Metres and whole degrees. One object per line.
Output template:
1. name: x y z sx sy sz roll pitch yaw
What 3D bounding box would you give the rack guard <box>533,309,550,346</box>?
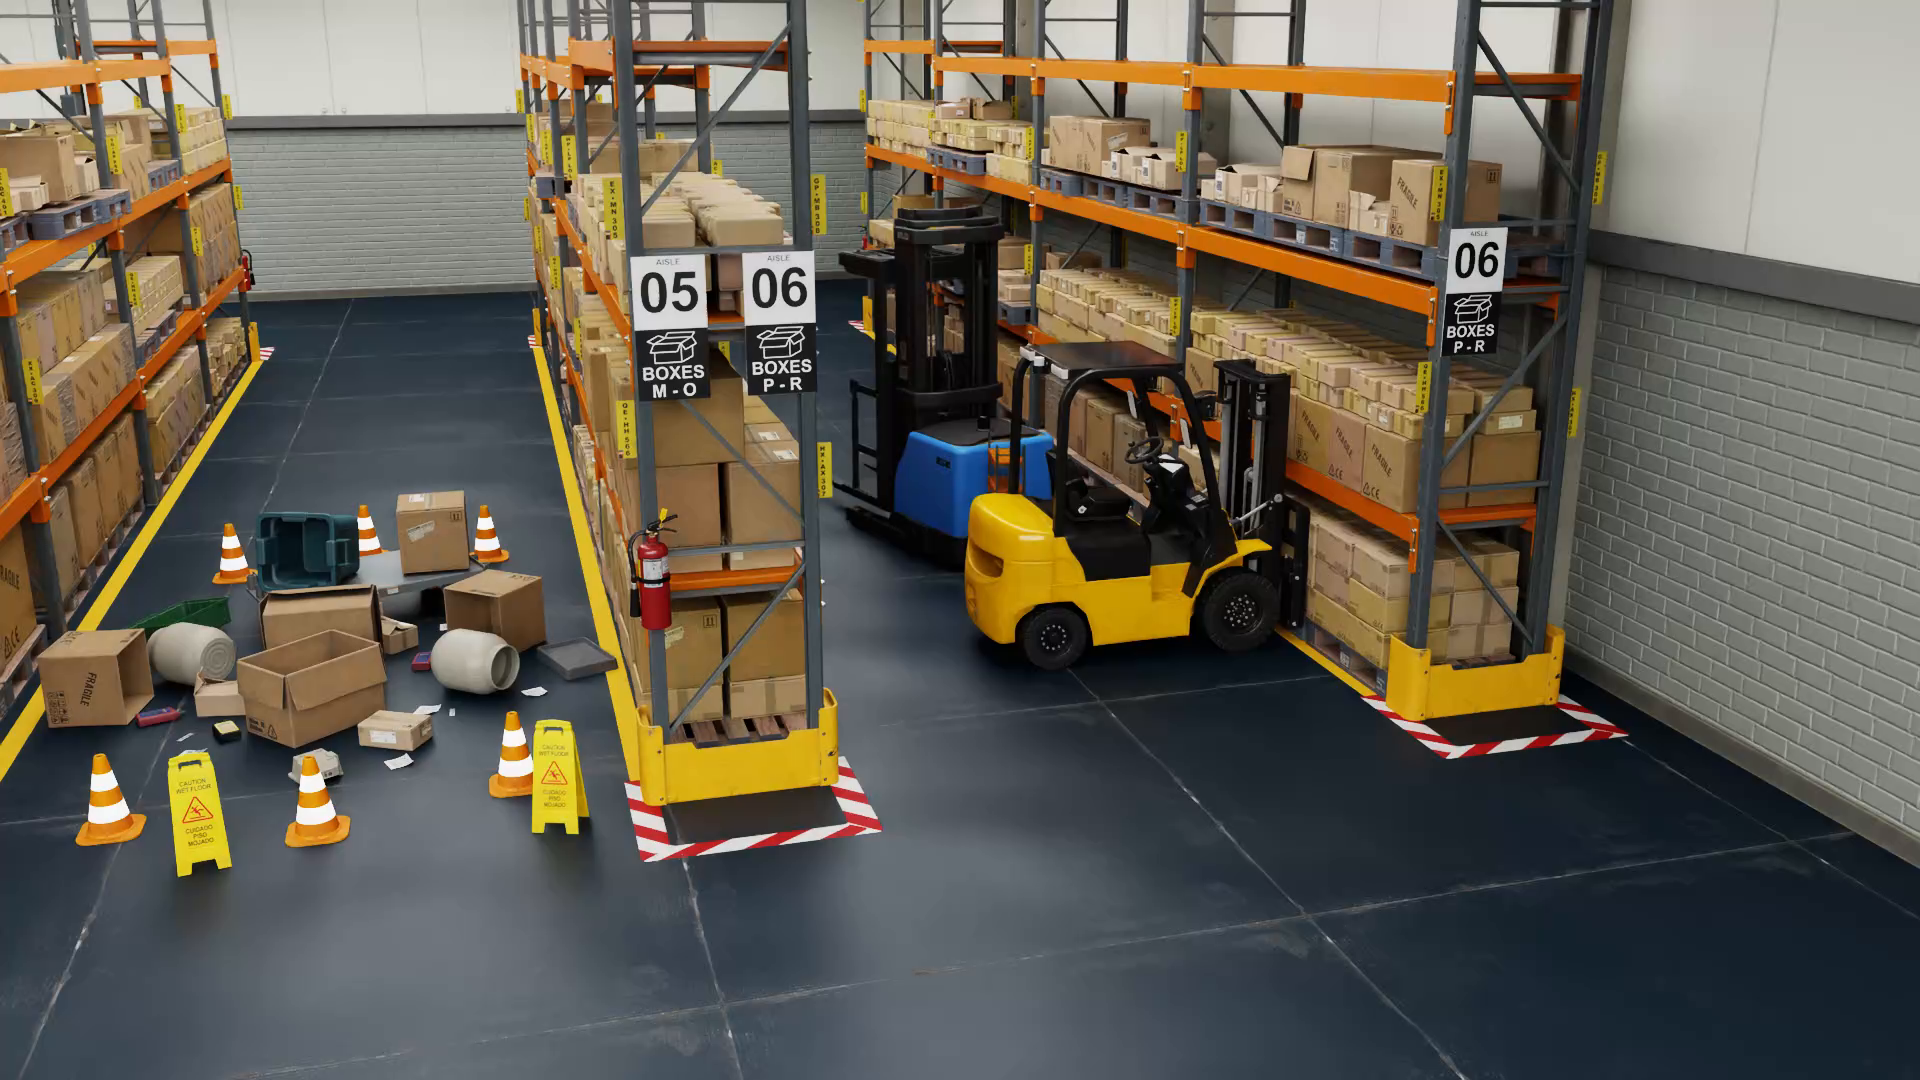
1. rack guard: -5.712 -3.179 24.667 1.175 0.500 0.348 -5 17 -15

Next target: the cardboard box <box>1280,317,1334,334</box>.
1. cardboard box: 2.857 -1.736 13.698 0.380 0.149 0.250 -5 17 -16

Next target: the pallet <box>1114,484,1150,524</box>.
1. pallet: 2.124 -0.309 15.614 1.003 0.211 1.213 -5 17 -15

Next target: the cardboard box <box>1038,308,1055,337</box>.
1. cardboard box: 1.152 -2.337 17.777 0.500 0.250 0.500 -5 17 -15

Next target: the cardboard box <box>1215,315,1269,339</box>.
1. cardboard box: 2.342 -1.770 13.811 0.380 0.149 0.250 -4 17 -14

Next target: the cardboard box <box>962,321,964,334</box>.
1. cardboard box: 0.240 -2.711 21.249 0.380 0.149 0.250 -6 18 -18

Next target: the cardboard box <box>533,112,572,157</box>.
1. cardboard box: -4.643 -4.682 19.208 0.500 0.500 0.500 -5 17 -16

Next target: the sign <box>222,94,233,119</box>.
1. sign: -9.898 -5.849 22.458 0.100 0.325 0.005 -5 17 -15

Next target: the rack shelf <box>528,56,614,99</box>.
1. rack shelf: -4.056 -5.047 18.058 1.077 0.370 4.000 -5 17 -15

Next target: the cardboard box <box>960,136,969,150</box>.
1. cardboard box: 0.209 -4.755 19.886 0.380 0.149 0.250 -4 17 -14

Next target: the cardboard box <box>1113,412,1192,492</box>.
1. cardboard box: 2.004 -0.867 16.020 0.875 0.625 0.625 -5 17 -16

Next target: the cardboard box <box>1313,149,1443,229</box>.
1. cardboard box: 2.922 -2.465 11.654 0.700 0.500 0.500 -5 17 -15

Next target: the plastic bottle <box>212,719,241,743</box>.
1. plastic bottle: -4.754 1.228 10.758 0.133 0.061 0.283 -12 20 -34

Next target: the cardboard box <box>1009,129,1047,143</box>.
1. cardboard box: 0.764 -4.545 18.704 0.380 0.149 0.250 -5 17 -16

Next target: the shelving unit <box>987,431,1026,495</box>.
1. shelving unit: 0.380 -0.256 13.719 0.258 1.200 0.503 -2 17 -6

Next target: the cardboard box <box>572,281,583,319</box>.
1. cardboard box: -3.303 -2.116 15.361 0.500 0.500 0.500 -4 17 -14

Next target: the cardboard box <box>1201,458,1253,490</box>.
1. cardboard box: 2.326 -0.506 13.735 0.500 0.250 0.500 -5 17 -15

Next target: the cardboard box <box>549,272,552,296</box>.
1. cardboard box: -4.332 -2.864 18.663 0.500 0.250 0.500 -5 17 -17

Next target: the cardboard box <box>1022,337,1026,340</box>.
1. cardboard box: 0.981 -2.465 20.433 0.380 0.149 0.250 -5 18 -17

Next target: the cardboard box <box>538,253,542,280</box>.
1. cardboard box: -5.278 -3.699 21.879 0.500 0.500 0.500 -5 17 -16

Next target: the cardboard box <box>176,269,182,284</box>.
1. cardboard box: -9.039 -2.973 18.825 0.380 0.149 0.250 -4 17 -14

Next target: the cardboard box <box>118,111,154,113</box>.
1. cardboard box: -10.290 -5.275 20.782 0.380 0.149 0.250 -4 17 -14

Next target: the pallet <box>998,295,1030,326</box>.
1. pallet: 1.011 -2.640 18.862 1.213 0.211 1.003 -5 17 -15

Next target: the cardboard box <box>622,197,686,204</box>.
1. cardboard box: -1.934 -2.073 10.475 0.380 0.149 0.250 -5 17 -17

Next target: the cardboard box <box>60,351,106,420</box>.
1. cardboard box: -7.439 -1.264 13.773 0.500 0.500 0.500 -4 17 -14

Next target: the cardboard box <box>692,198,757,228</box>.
1. cardboard box: -1.461 -2.035 10.351 0.380 0.149 0.250 -5 17 -16

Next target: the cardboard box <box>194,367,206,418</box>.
1. cardboard box: -8.892 -1.663 18.890 0.500 0.500 0.500 -5 17 -16

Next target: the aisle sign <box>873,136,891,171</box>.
1. aisle sign: -1.235 -6.004 25.207 0.394 0.787 0.004 -5 17 -15

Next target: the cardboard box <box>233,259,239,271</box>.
1. cardboard box: -10.076 -3.762 22.700 0.380 0.149 0.250 -5 17 -15

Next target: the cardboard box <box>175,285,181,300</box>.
1. cardboard box: -8.966 -2.759 18.629 0.380 0.149 0.250 -5 17 -15

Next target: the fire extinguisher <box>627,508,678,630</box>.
1. fire extinguisher: -1.720 0.161 9.336 0.296 0.674 0.183 -5 17 -15

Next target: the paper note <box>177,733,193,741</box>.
1. paper note: -4.988 1.270 10.708 0.032 0.001 0.123 4 17 13

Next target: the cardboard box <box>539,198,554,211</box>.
1. cardboard box: -4.997 -4.161 20.550 0.380 0.149 0.250 -5 17 -16

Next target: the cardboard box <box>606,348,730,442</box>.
1. cardboard box: -1.790 -0.878 10.232 0.700 0.500 0.500 -5 17 -15

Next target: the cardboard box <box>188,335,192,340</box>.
1. cardboard box: -10.334 -2.691 21.887 0.380 0.149 0.250 -6 18 -18

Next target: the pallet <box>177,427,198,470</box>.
1. pallet: -8.784 -0.955 17.765 1.003 0.211 1.213 -5 17 -15

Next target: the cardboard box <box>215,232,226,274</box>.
1. cardboard box: -9.654 -3.616 21.084 0.500 0.500 0.500 -4 17 -12

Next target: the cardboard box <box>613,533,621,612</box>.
1. cardboard box: -2.206 0.181 11.880 0.500 0.500 0.500 -4 17 -12

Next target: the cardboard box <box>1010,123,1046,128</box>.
1. cardboard box: 0.809 -4.867 19.741 0.380 0.149 0.250 -4 17 -14

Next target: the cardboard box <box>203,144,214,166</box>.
1. cardboard box: -9.622 -4.786 20.718 0.500 0.250 0.500 -4 17 -13

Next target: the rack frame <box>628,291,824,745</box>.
1. rack frame: -1.308 0.056 9.552 1.000 3.000 0.127 -5 17 -15

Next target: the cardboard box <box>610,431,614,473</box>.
1. cardboard box: -2.111 -0.682 11.318 0.500 0.500 0.500 -4 17 -15

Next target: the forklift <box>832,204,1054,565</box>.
1. forklift: -0.397 -1.561 15.052 1.130 2.935 3.031 -10 20 -31

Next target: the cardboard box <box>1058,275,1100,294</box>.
1. cardboard box: 1.239 -2.655 17.274 0.380 0.149 0.250 -4 17 -14

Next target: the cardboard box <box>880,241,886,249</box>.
1. cardboard box: -0.993 -4.464 25.035 0.380 0.149 0.250 -4 17 -14

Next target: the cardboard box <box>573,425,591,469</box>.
1. cardboard box: -3.361 -0.942 16.713 0.950 0.372 0.625 -6 18 -19

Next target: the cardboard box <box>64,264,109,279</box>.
1. cardboard box: -9.521 -2.917 18.121 0.380 0.149 0.250 -5 17 -15

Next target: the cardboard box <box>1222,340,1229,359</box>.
1. cardboard box: 2.370 -1.552 13.604 0.380 0.149 0.250 -5 17 -15

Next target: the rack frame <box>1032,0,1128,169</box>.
1. rack frame: 1.265 -5.424 17.366 1.000 3.000 0.127 -5 17 -15

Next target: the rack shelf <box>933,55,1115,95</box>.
1. rack shelf: 0.715 -5.441 19.368 1.077 0.370 4.000 -5 17 -15

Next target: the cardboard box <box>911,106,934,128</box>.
1. cardboard box: -0.353 -5.664 22.254 0.500 0.250 0.500 -5 17 -16

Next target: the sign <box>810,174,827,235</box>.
1. sign: -0.787 -1.842 9.138 0.100 0.325 0.005 -5 17 -15

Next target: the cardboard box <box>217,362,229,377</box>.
1. cardboard box: -9.525 -2.162 21.160 0.380 0.149 0.250 -5 17 -17

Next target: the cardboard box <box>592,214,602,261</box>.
1. cardboard box: -2.133 -1.993 10.904 0.500 0.250 0.500 -5 17 -15

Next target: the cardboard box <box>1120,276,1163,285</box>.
1. cardboard box: 1.875 -2.633 17.201 0.380 0.149 0.250 -5 17 -16

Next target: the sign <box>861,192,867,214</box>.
1. sign: -1.456 -5.135 25.328 0.100 0.325 0.005 -5 17 -15

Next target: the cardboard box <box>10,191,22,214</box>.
1. cardboard box: -7.186 -2.503 12.389 0.250 0.149 0.380 -5 17 -15

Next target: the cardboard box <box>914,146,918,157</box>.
1. cardboard box: -0.410 -5.260 22.473 0.380 0.149 0.250 -5 17 -15
